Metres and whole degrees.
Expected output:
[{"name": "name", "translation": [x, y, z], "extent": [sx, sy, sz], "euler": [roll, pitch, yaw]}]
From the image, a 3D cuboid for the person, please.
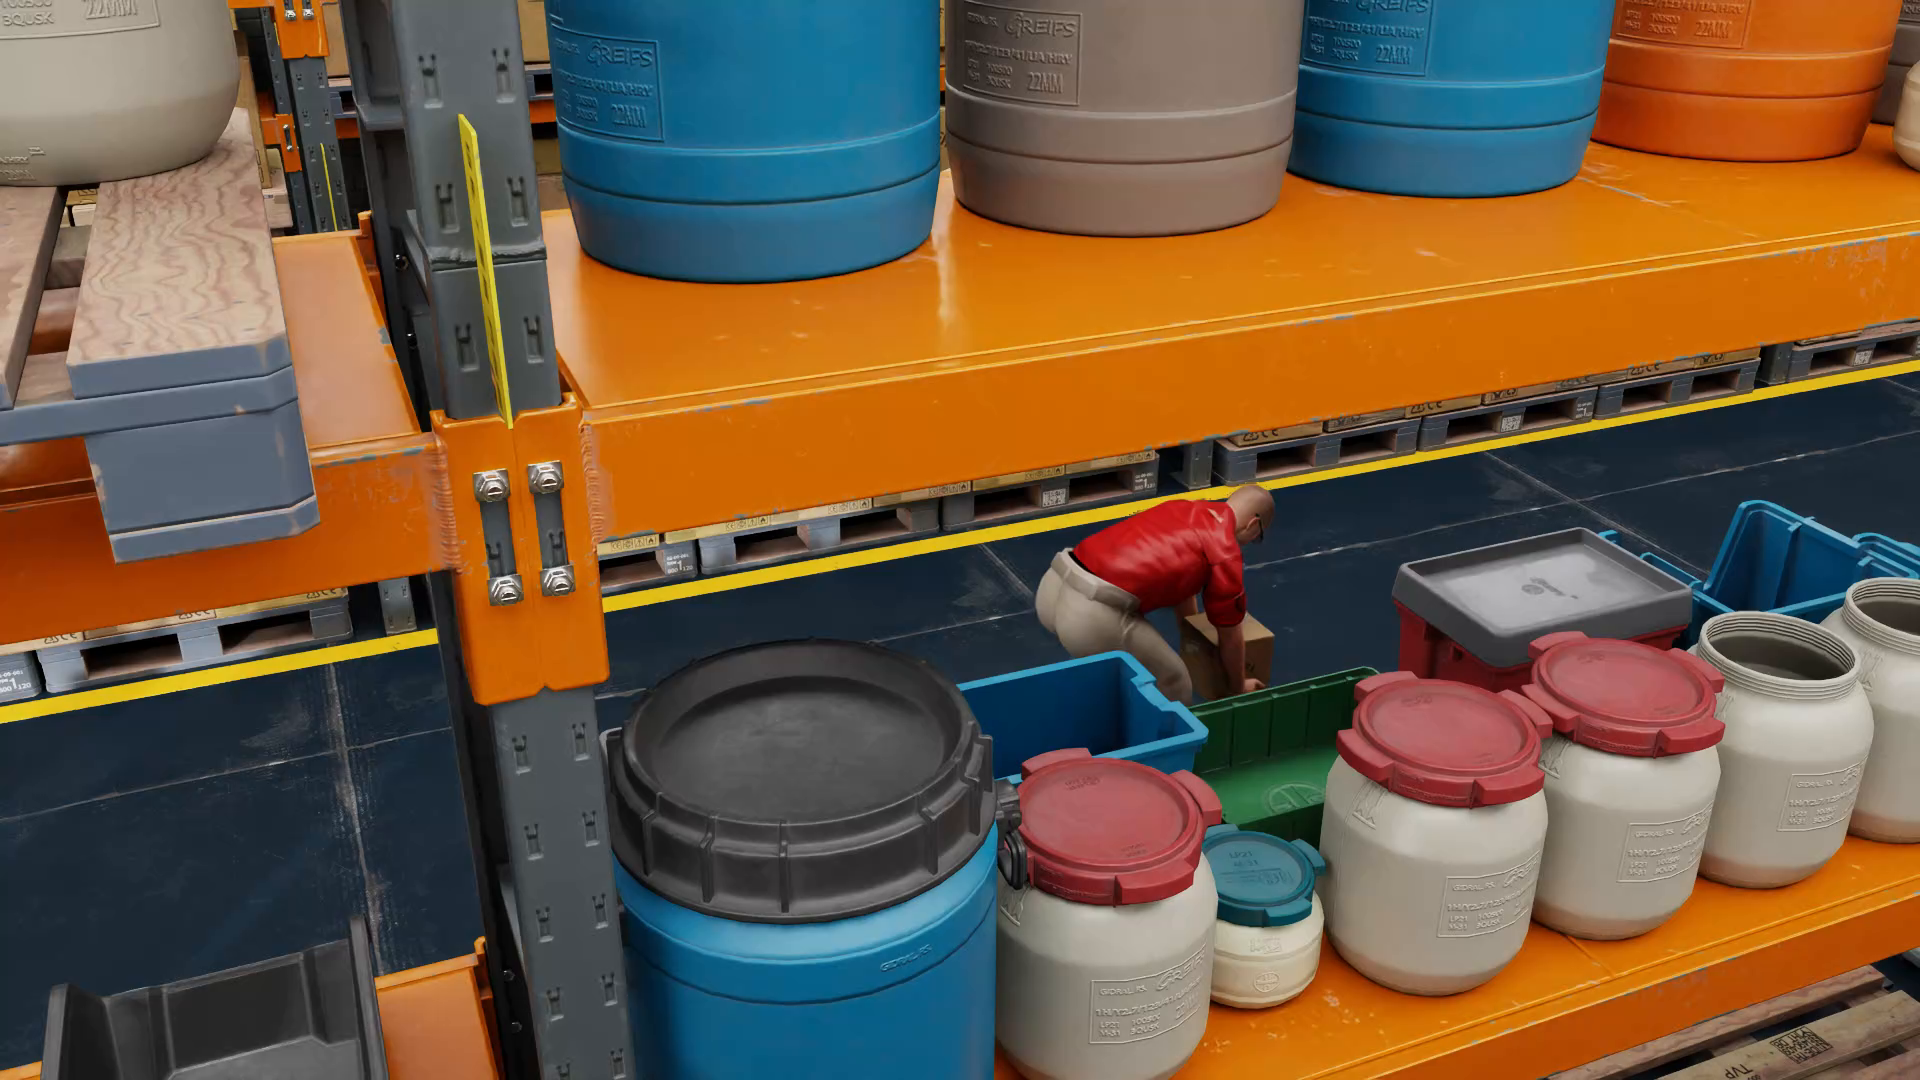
[{"name": "person", "translation": [0.731, 0.377, 6.090], "extent": [0.942, 1.087, 0.515], "euler": [-12, 28, -23]}]
